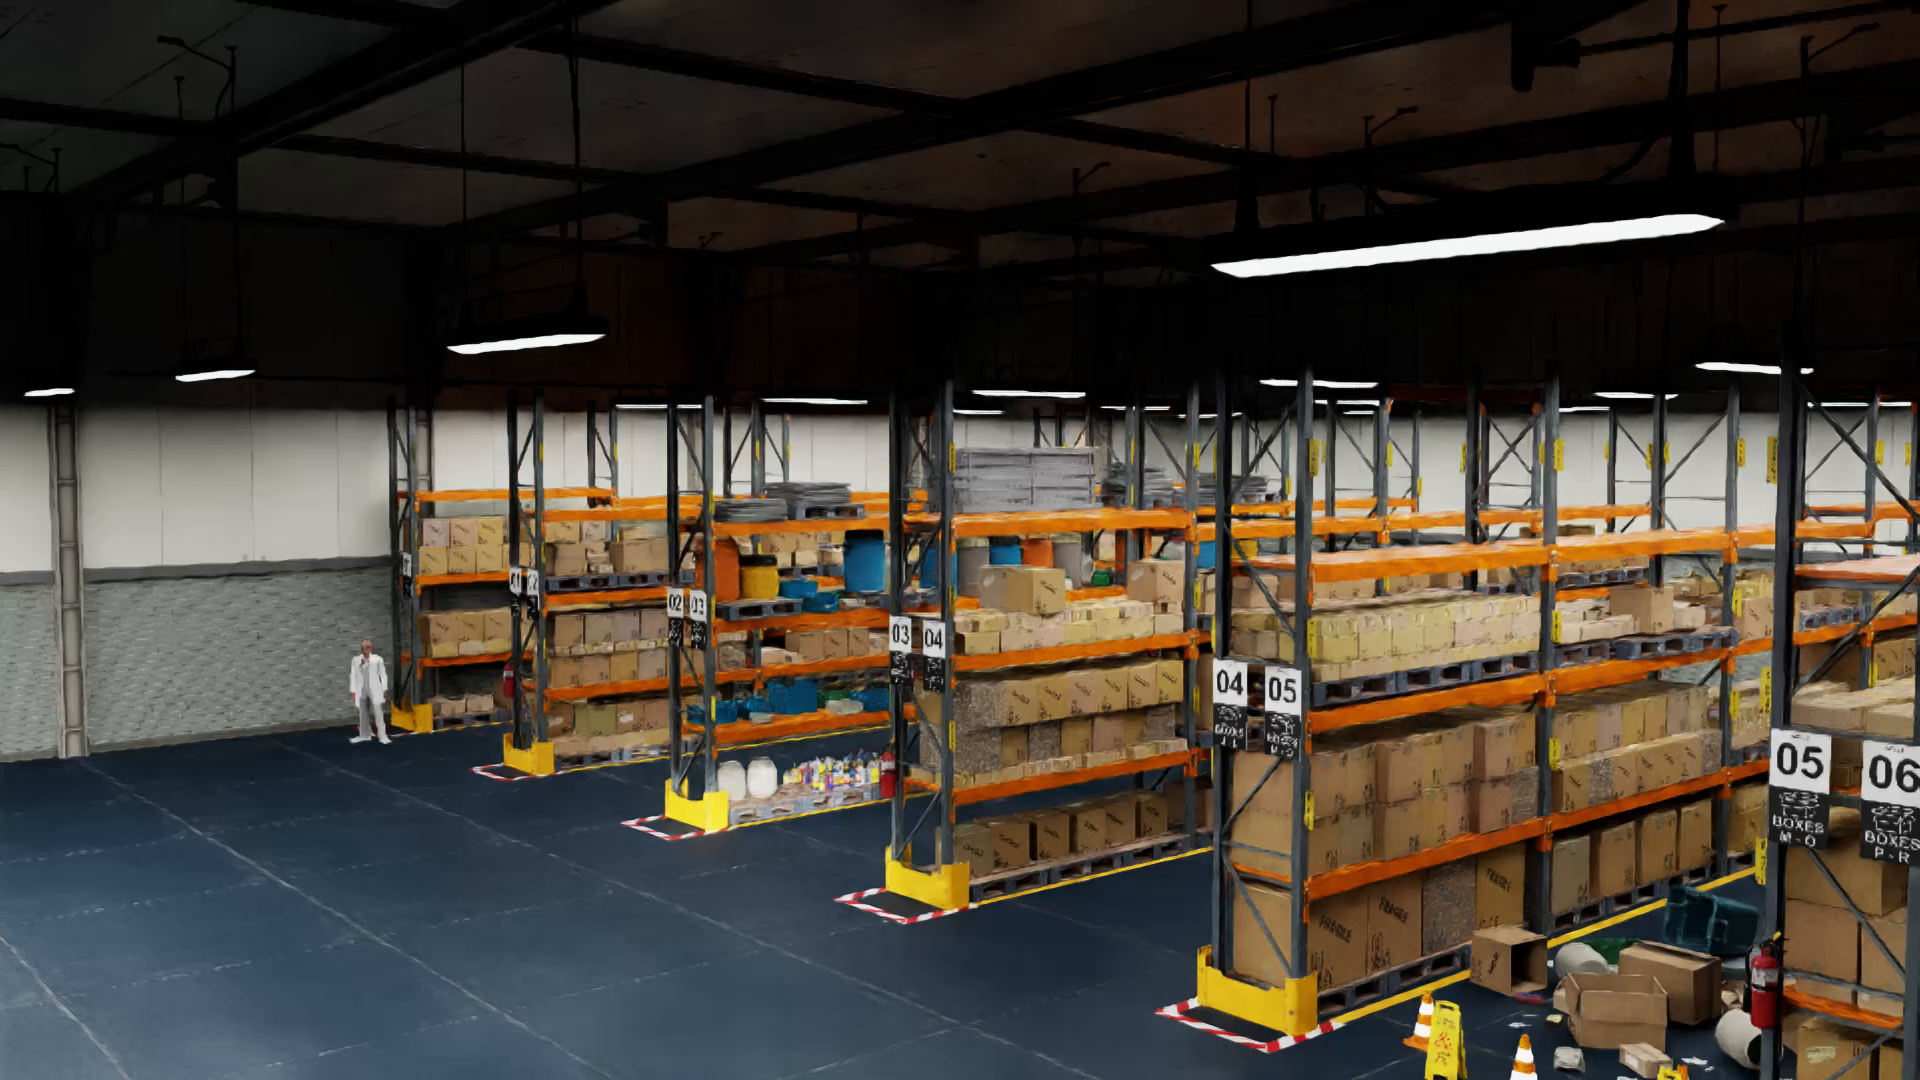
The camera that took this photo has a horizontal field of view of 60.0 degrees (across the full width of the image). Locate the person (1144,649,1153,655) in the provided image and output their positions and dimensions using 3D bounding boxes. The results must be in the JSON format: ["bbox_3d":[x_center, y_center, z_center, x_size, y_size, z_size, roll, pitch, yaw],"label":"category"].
[{"bbox_3d":[3.612,2.395,32.396,0.476,1.738,0.624,2,4,30],"label":"person"}]

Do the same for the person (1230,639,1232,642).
[{"bbox_3d":[5.705,2.331,34.824,0.507,1.618,0.580,-3,5,-43],"label":"person"}]

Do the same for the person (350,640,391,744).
[{"bbox_3d":[-10.101,2.598,28.511,0.771,1.770,0.577,0,3,-3],"label":"person"}]

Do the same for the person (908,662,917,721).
[{"bbox_3d":[-0.762,2.717,27.895,0.997,1.622,0.500,-3,4,-41],"label":"person"}]
